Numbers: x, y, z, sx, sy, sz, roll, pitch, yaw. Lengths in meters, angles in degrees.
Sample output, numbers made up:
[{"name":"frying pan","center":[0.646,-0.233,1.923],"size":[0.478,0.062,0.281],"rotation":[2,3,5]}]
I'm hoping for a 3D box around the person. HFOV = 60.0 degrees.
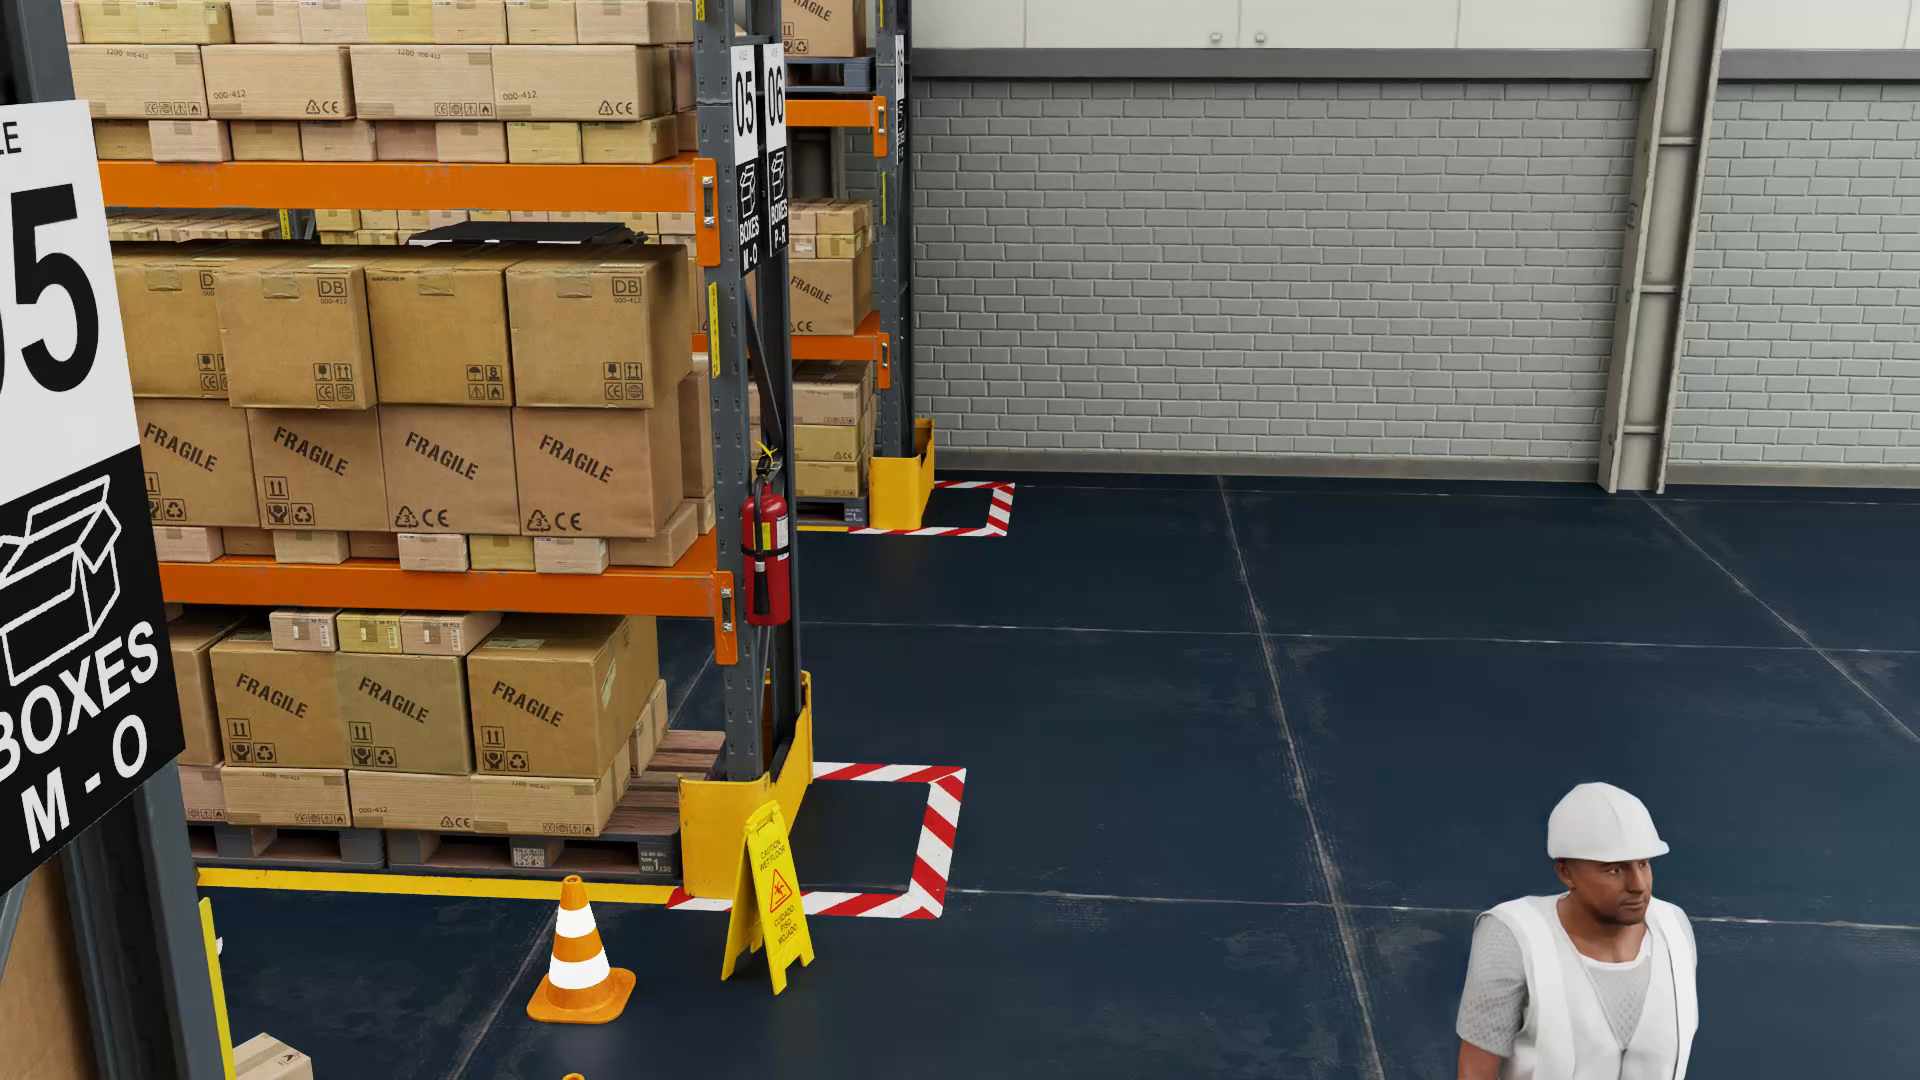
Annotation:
[{"name":"person","center":[1.341,1.367,3.640],"size":[0.551,1.742,1.038],"rotation":[-1,17,-2]}]
